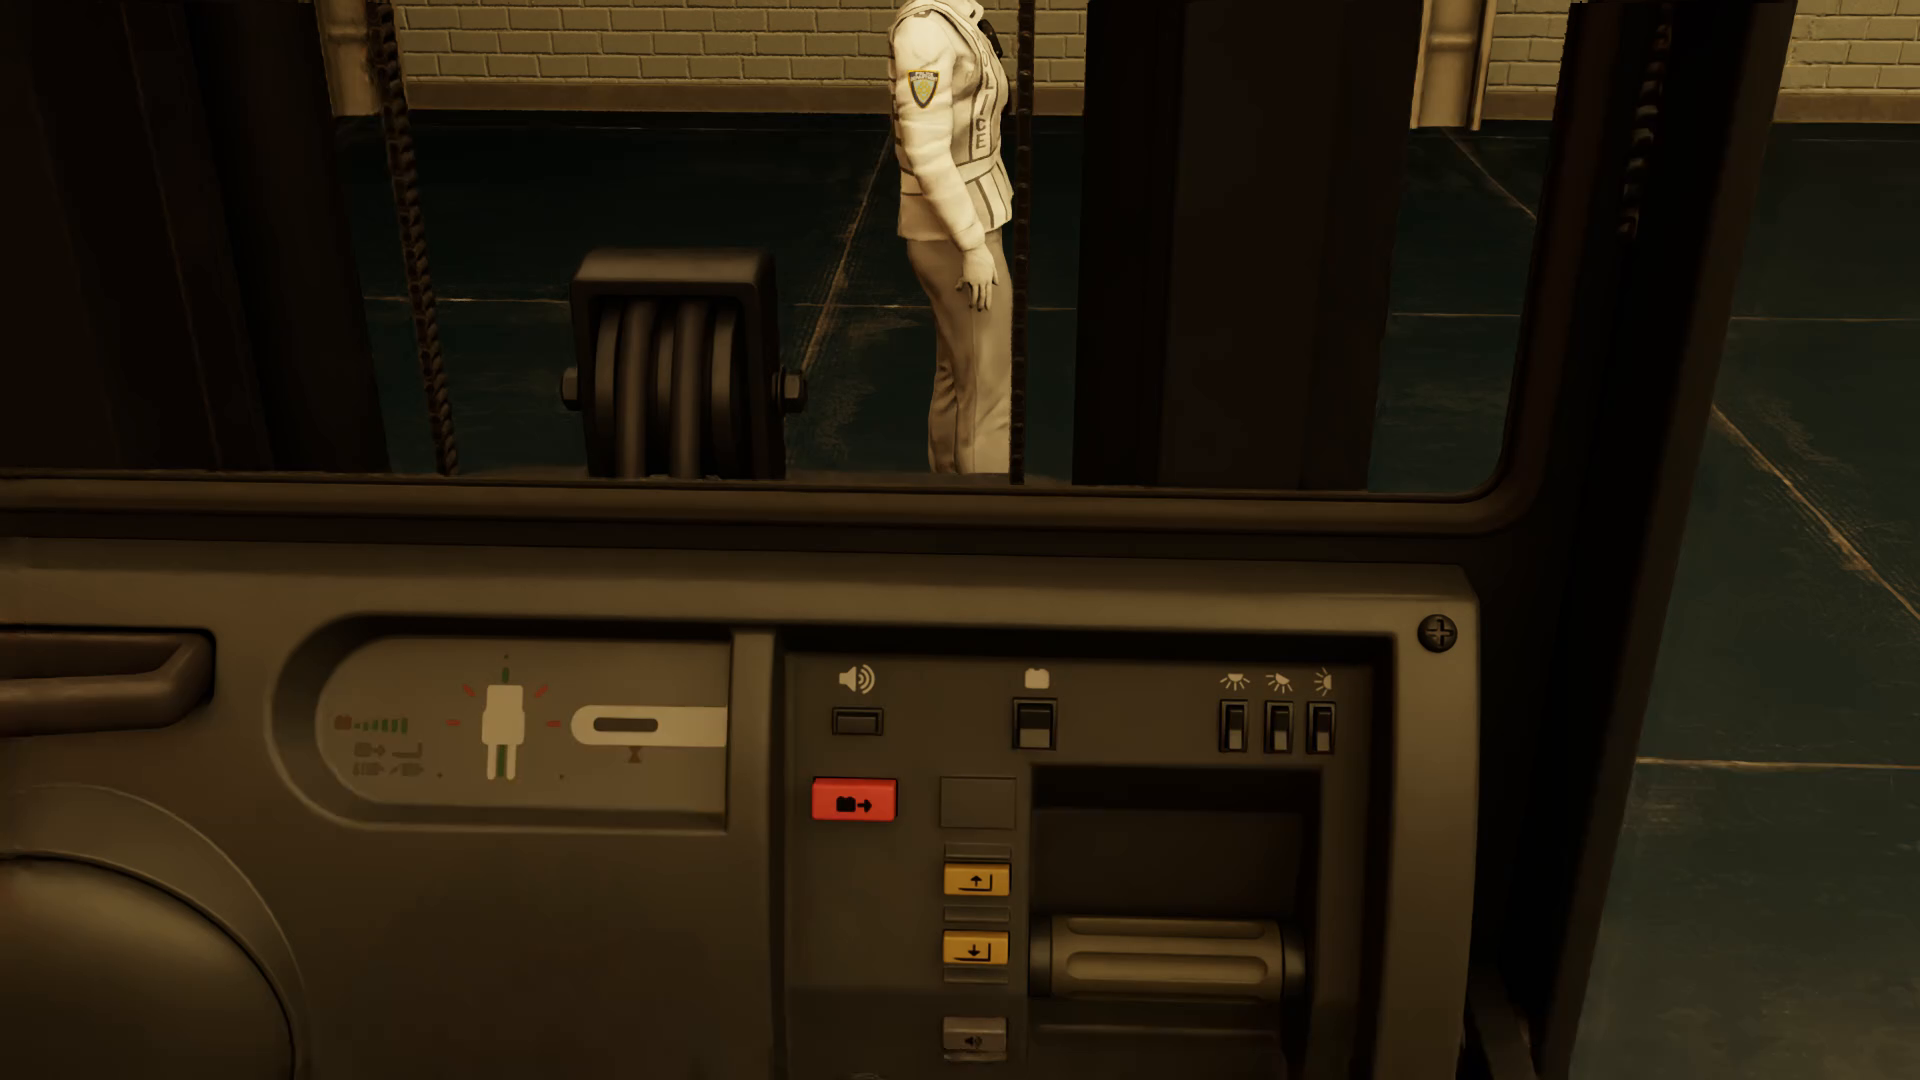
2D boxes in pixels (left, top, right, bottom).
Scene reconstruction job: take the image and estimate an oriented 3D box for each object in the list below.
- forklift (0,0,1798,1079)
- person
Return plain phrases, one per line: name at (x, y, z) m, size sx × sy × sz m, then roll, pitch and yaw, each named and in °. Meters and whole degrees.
forklift at (-0.199, 0.240, 0.721) m, size 1.130 × 2.935 × 3.031 m, roll 1°, pitch 26°, yaw 2°
person at (0.068, -0.762, 4.135) m, size 0.530 × 1.694 × 0.587 m, roll 1°, pitch 26°, yaw 2°
